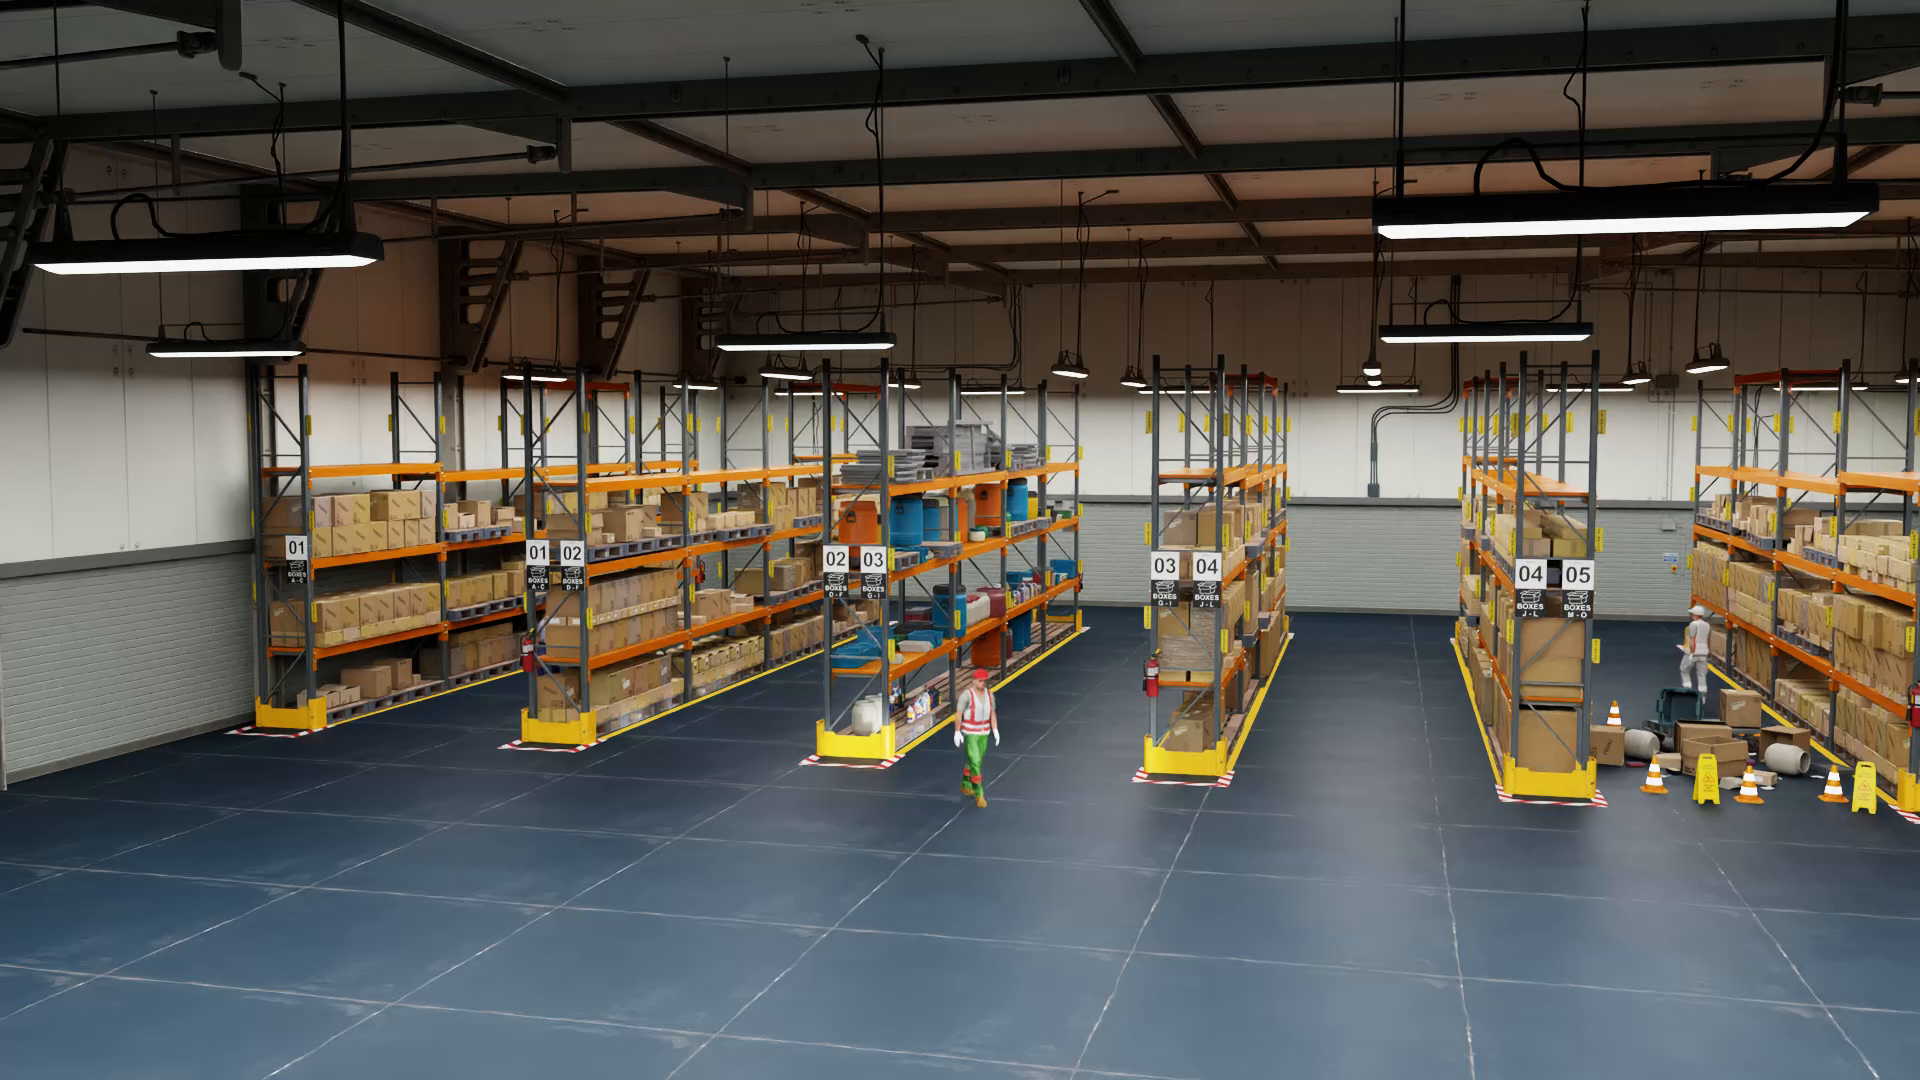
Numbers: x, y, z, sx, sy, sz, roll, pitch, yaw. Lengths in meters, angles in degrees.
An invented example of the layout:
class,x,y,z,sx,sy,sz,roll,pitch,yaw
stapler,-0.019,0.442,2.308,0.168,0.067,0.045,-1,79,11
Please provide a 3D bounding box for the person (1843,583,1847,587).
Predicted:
class,x,y,z,sx,sy,sz,roll,pitch,yaw
person,18.629,1.717,35.107,0.558,1.723,0.458,-2,4,-22

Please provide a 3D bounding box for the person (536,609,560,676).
class,x,y,z,sx,sy,sz,roll,pitch,yaw
person,-7.636,2.079,30.899,0.509,1.640,0.733,-1,4,-9

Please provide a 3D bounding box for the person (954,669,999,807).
class,x,y,z,sx,sy,sz,roll,pitch,yaw
person,0.244,2.584,22.122,0.564,1.762,0.881,-3,5,-38

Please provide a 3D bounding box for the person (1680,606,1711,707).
class,x,y,z,sx,sy,sz,roll,pitch,yaw
person,13.138,2.082,29.565,0.508,1.806,0.543,0,4,0
